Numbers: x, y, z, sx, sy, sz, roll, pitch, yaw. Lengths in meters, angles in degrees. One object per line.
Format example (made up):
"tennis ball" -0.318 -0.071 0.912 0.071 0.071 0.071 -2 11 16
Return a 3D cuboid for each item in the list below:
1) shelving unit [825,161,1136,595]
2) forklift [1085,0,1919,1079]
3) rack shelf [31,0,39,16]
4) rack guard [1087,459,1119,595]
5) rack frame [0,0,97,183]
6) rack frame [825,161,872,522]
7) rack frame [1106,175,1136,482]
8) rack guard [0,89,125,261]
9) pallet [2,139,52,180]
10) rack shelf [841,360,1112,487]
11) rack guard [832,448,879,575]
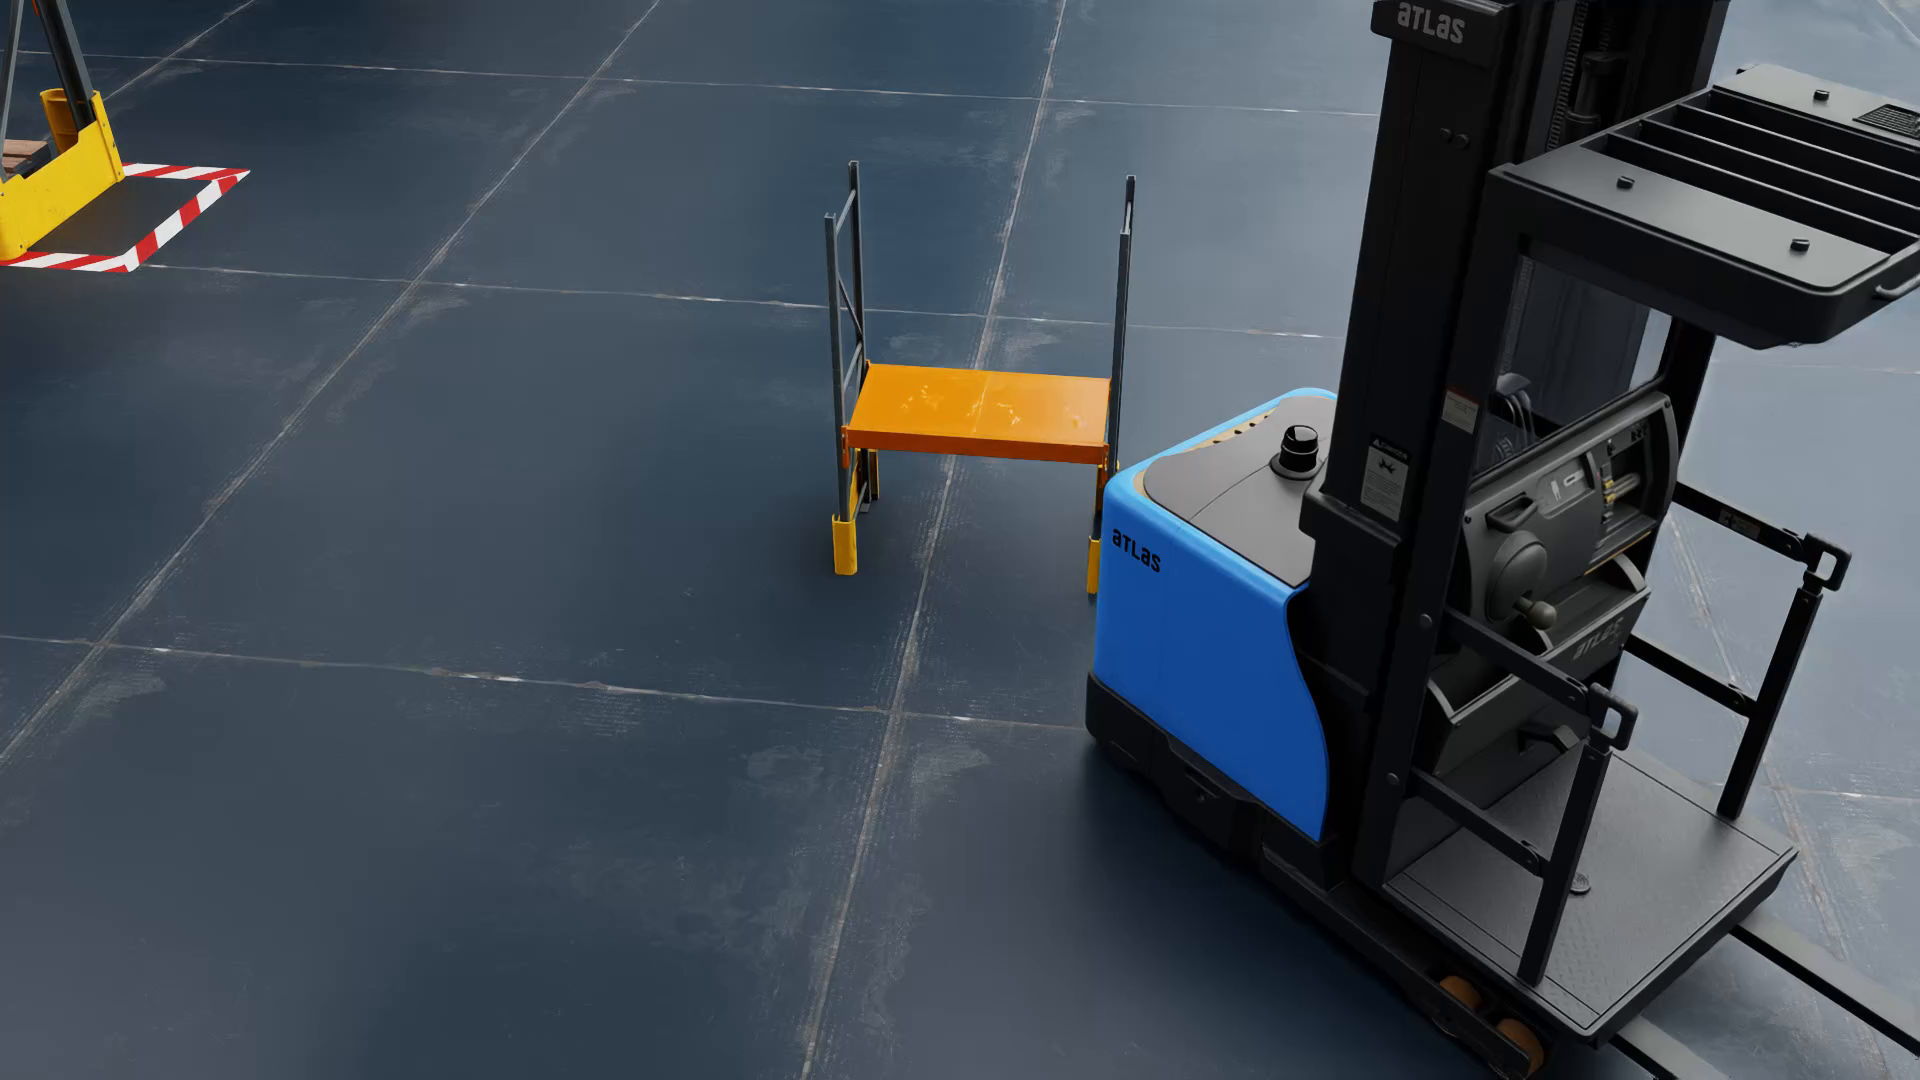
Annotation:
"shelving unit" 0.076 -0.605 6.306 1.083 1.500 0.587 4 36 6
"forklift" 1.749 -0.019 4.254 1.130 2.935 3.031 -25 43 -31
"rack shelf" -7.023 -2.924 8.884 4.000 0.370 1.077 4 36 6
"rack guard" 0.570 -0.059 6.618 0.087 0.250 0.587 4 36 6
"rack frame" -5.039 -3.069 8.468 0.127 3.000 1.000 4 36 6
"rack frame" -0.420 -0.642 6.358 0.032 1.500 0.500 4 36 6
"rack frame" 0.589 -0.567 6.253 0.032 1.500 0.500 4 36 6
"rack guard" -5.120 -2.030 9.164 0.348 0.500 1.175 4 36 6
"pallet" -5.925 -1.975 9.336 1.213 0.211 1.003 4 36 6
"rack shelf" 0.085 -0.458 6.410 1.000 0.185 0.538 4 36 6
"rack guard" -0.418 -0.133 6.721 0.087 0.250 0.587 4 36 6
